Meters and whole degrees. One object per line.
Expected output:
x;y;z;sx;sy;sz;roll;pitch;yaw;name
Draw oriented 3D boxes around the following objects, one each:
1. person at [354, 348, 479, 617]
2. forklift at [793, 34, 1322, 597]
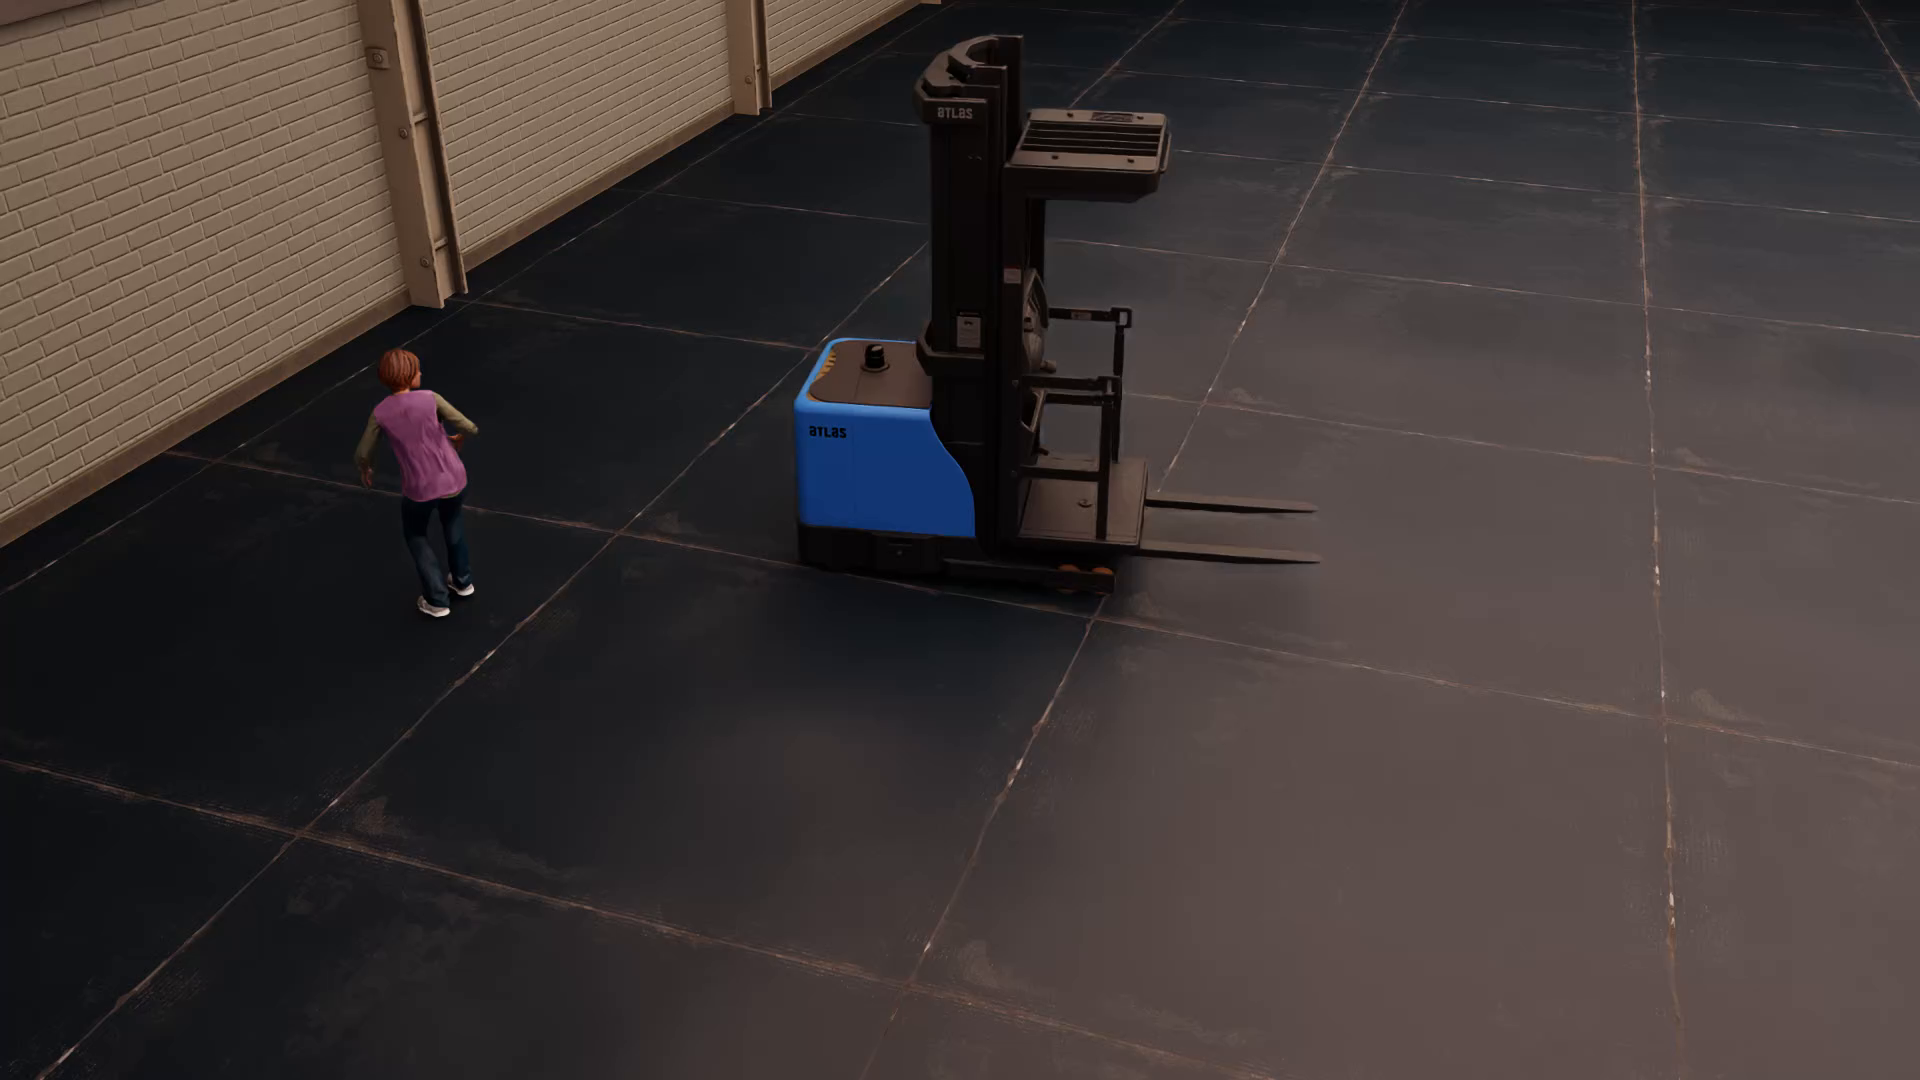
-2.942;-0.310;9.108;0.649;1.547;0.456;-14;33;-24;person
0.608;-1.233;9.299;3.031;2.935;1.130;4;30;8;forklift
